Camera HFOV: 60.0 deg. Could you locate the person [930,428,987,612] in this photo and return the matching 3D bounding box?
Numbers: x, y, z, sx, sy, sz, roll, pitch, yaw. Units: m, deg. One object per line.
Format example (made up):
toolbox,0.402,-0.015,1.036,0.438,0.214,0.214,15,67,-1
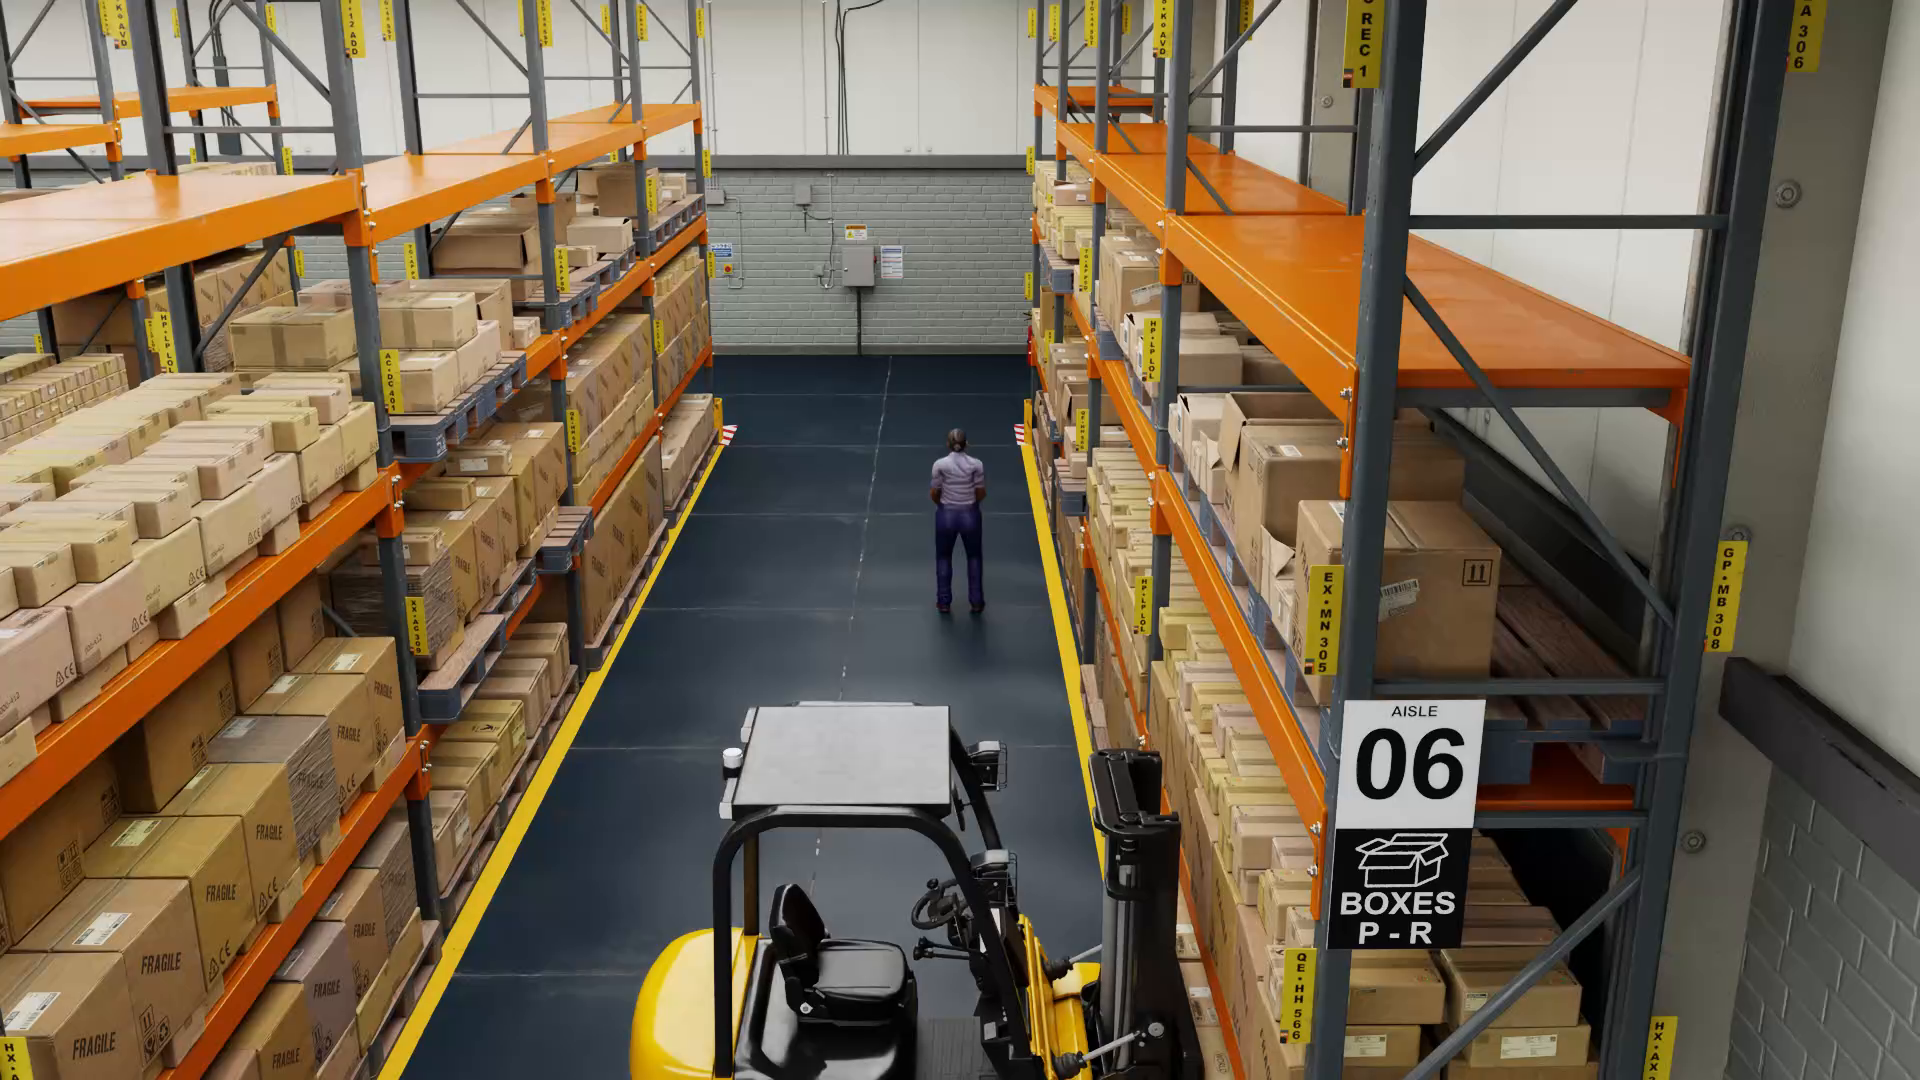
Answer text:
person,-0.012,-0.175,14.661,0.510,1.642,0.410,-1,17,-2
